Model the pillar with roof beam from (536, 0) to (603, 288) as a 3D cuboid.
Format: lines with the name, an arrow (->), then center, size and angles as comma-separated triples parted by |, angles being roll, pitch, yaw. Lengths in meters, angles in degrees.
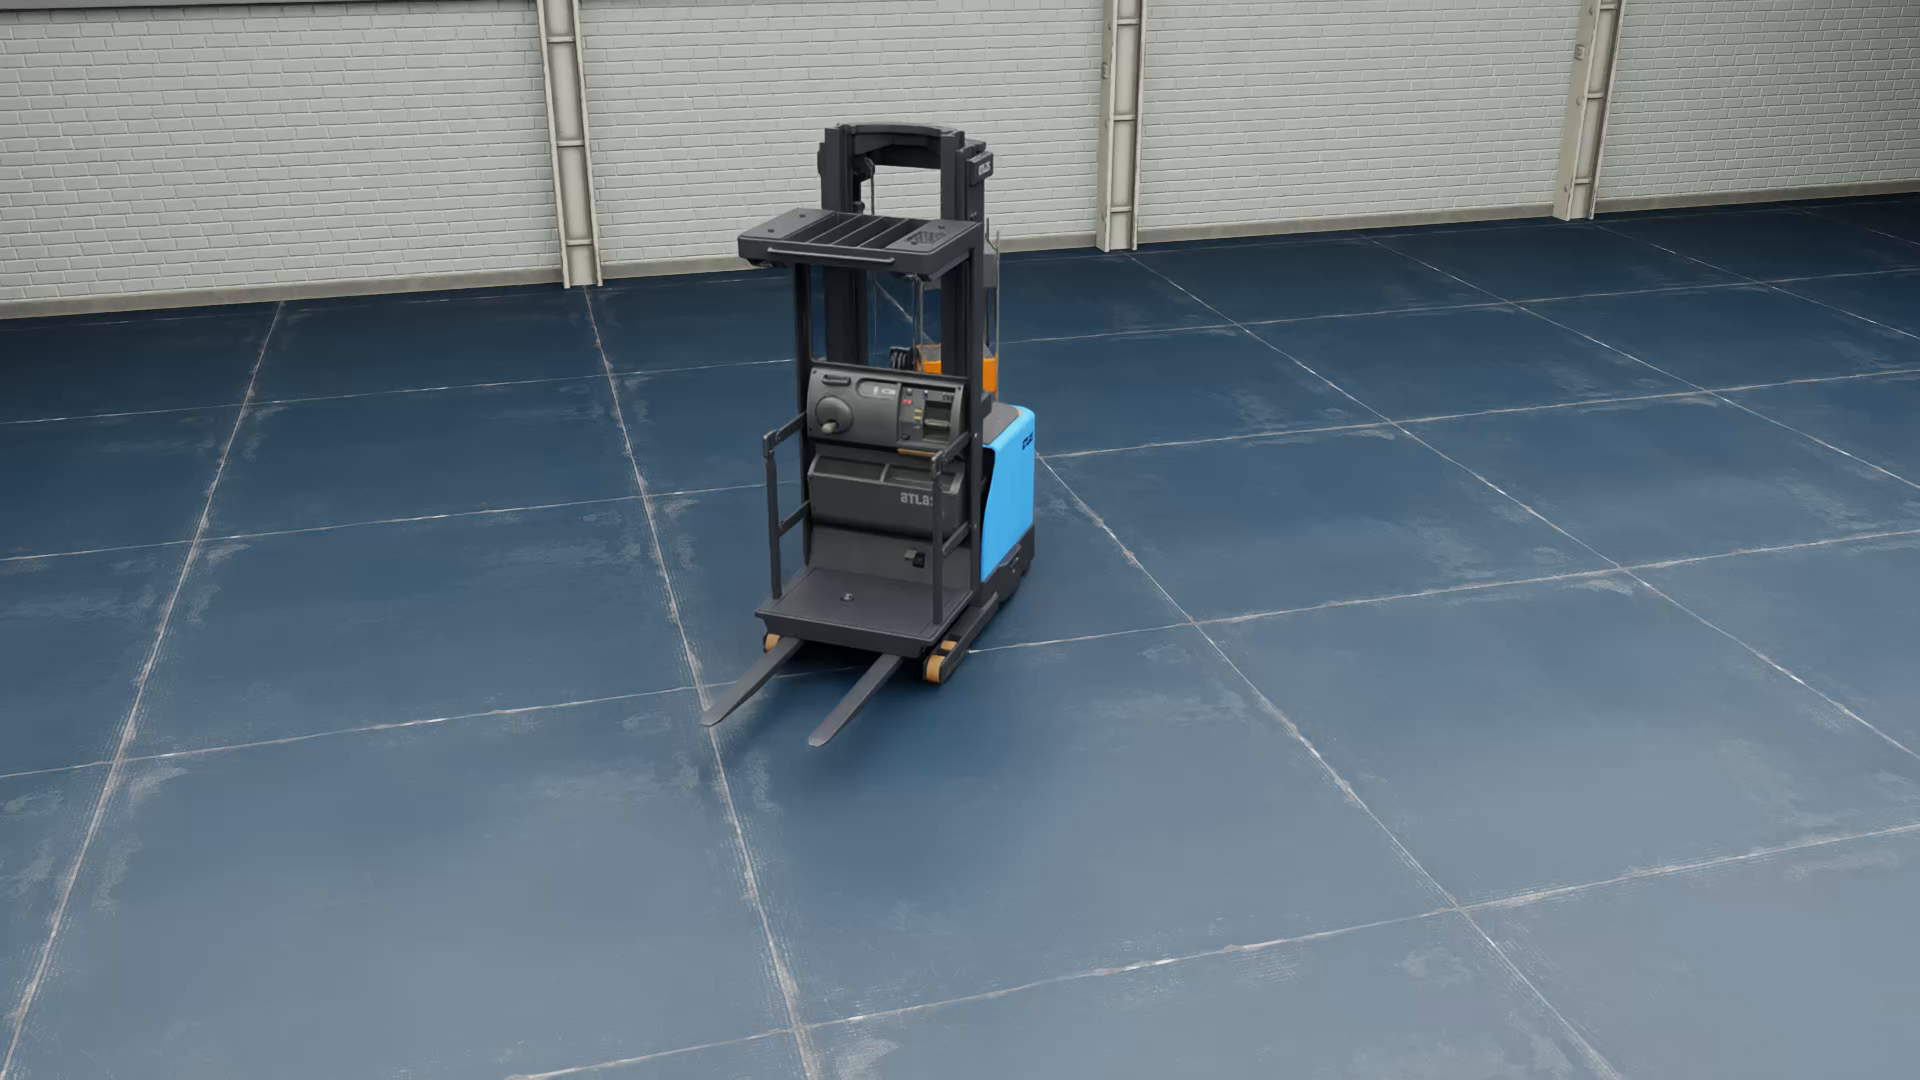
pillar with roof beam -> -2.824, -5.213, 11.987 | 0.400, 9.000, 9.100 | -6, 24, -14

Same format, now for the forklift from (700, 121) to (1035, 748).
forklift -> -0.498, -0.717, 9.204 | 1.130, 2.935, 3.031 | 8, 25, 18

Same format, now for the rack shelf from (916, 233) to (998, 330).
rack shelf -> -0.031, -1.674, 10.749 | 0.480, 0.518, 0.431 | -4, 23, -9

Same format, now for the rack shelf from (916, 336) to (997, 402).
rack shelf -> -0.031, -1.031, 11.025 | 0.480, 0.518, 0.431 | -4, 23, -9

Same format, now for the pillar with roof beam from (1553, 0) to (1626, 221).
pillar with roof beam -> 8.730, -6.491, 14.966 | 0.400, 9.000, 9.100 | -6, 24, -14

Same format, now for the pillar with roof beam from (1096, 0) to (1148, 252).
pillar with roof beam -> 2.953, -5.852, 13.476 | 0.400, 9.000, 9.100 | -6, 24, -14

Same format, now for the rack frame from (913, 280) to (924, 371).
rack frame -> -0.271, -1.028, 10.983 | 0.015, 2.100, 0.400 | -4, 23, -9

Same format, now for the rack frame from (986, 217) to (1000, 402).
rack frame -> 0.210, -1.059, 11.056 | 0.015, 2.100, 0.400 | -4, 23, -9

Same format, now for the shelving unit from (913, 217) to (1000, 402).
shelving unit -> -0.031, -1.044, 11.019 | 0.503, 2.100, 0.431 | -4, 23, -9
